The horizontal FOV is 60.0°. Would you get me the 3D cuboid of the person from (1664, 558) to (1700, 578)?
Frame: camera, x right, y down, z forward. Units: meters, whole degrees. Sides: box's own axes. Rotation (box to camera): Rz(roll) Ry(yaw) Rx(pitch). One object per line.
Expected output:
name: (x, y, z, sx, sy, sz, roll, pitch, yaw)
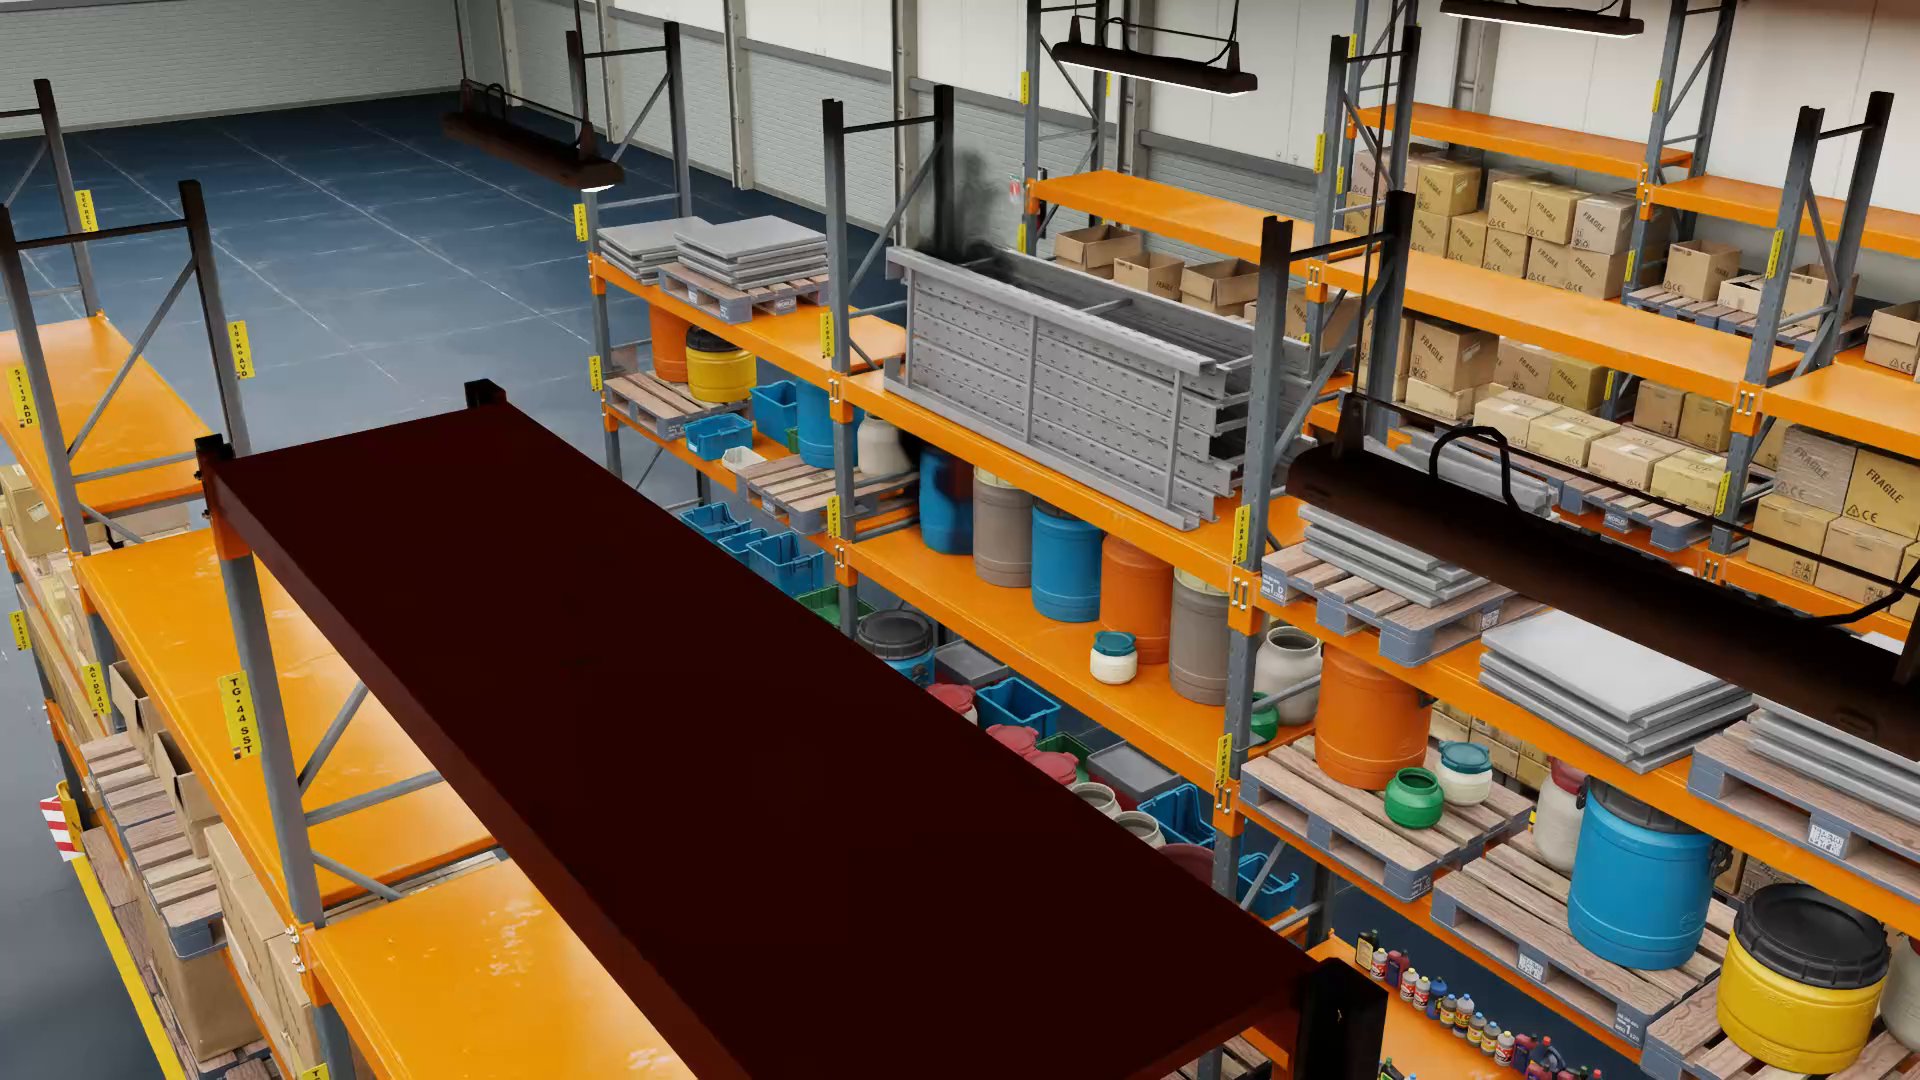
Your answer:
person: (6.399, 0.793, 15.097, 0.652, 1.805, 0.983, -17, 30, -33)
